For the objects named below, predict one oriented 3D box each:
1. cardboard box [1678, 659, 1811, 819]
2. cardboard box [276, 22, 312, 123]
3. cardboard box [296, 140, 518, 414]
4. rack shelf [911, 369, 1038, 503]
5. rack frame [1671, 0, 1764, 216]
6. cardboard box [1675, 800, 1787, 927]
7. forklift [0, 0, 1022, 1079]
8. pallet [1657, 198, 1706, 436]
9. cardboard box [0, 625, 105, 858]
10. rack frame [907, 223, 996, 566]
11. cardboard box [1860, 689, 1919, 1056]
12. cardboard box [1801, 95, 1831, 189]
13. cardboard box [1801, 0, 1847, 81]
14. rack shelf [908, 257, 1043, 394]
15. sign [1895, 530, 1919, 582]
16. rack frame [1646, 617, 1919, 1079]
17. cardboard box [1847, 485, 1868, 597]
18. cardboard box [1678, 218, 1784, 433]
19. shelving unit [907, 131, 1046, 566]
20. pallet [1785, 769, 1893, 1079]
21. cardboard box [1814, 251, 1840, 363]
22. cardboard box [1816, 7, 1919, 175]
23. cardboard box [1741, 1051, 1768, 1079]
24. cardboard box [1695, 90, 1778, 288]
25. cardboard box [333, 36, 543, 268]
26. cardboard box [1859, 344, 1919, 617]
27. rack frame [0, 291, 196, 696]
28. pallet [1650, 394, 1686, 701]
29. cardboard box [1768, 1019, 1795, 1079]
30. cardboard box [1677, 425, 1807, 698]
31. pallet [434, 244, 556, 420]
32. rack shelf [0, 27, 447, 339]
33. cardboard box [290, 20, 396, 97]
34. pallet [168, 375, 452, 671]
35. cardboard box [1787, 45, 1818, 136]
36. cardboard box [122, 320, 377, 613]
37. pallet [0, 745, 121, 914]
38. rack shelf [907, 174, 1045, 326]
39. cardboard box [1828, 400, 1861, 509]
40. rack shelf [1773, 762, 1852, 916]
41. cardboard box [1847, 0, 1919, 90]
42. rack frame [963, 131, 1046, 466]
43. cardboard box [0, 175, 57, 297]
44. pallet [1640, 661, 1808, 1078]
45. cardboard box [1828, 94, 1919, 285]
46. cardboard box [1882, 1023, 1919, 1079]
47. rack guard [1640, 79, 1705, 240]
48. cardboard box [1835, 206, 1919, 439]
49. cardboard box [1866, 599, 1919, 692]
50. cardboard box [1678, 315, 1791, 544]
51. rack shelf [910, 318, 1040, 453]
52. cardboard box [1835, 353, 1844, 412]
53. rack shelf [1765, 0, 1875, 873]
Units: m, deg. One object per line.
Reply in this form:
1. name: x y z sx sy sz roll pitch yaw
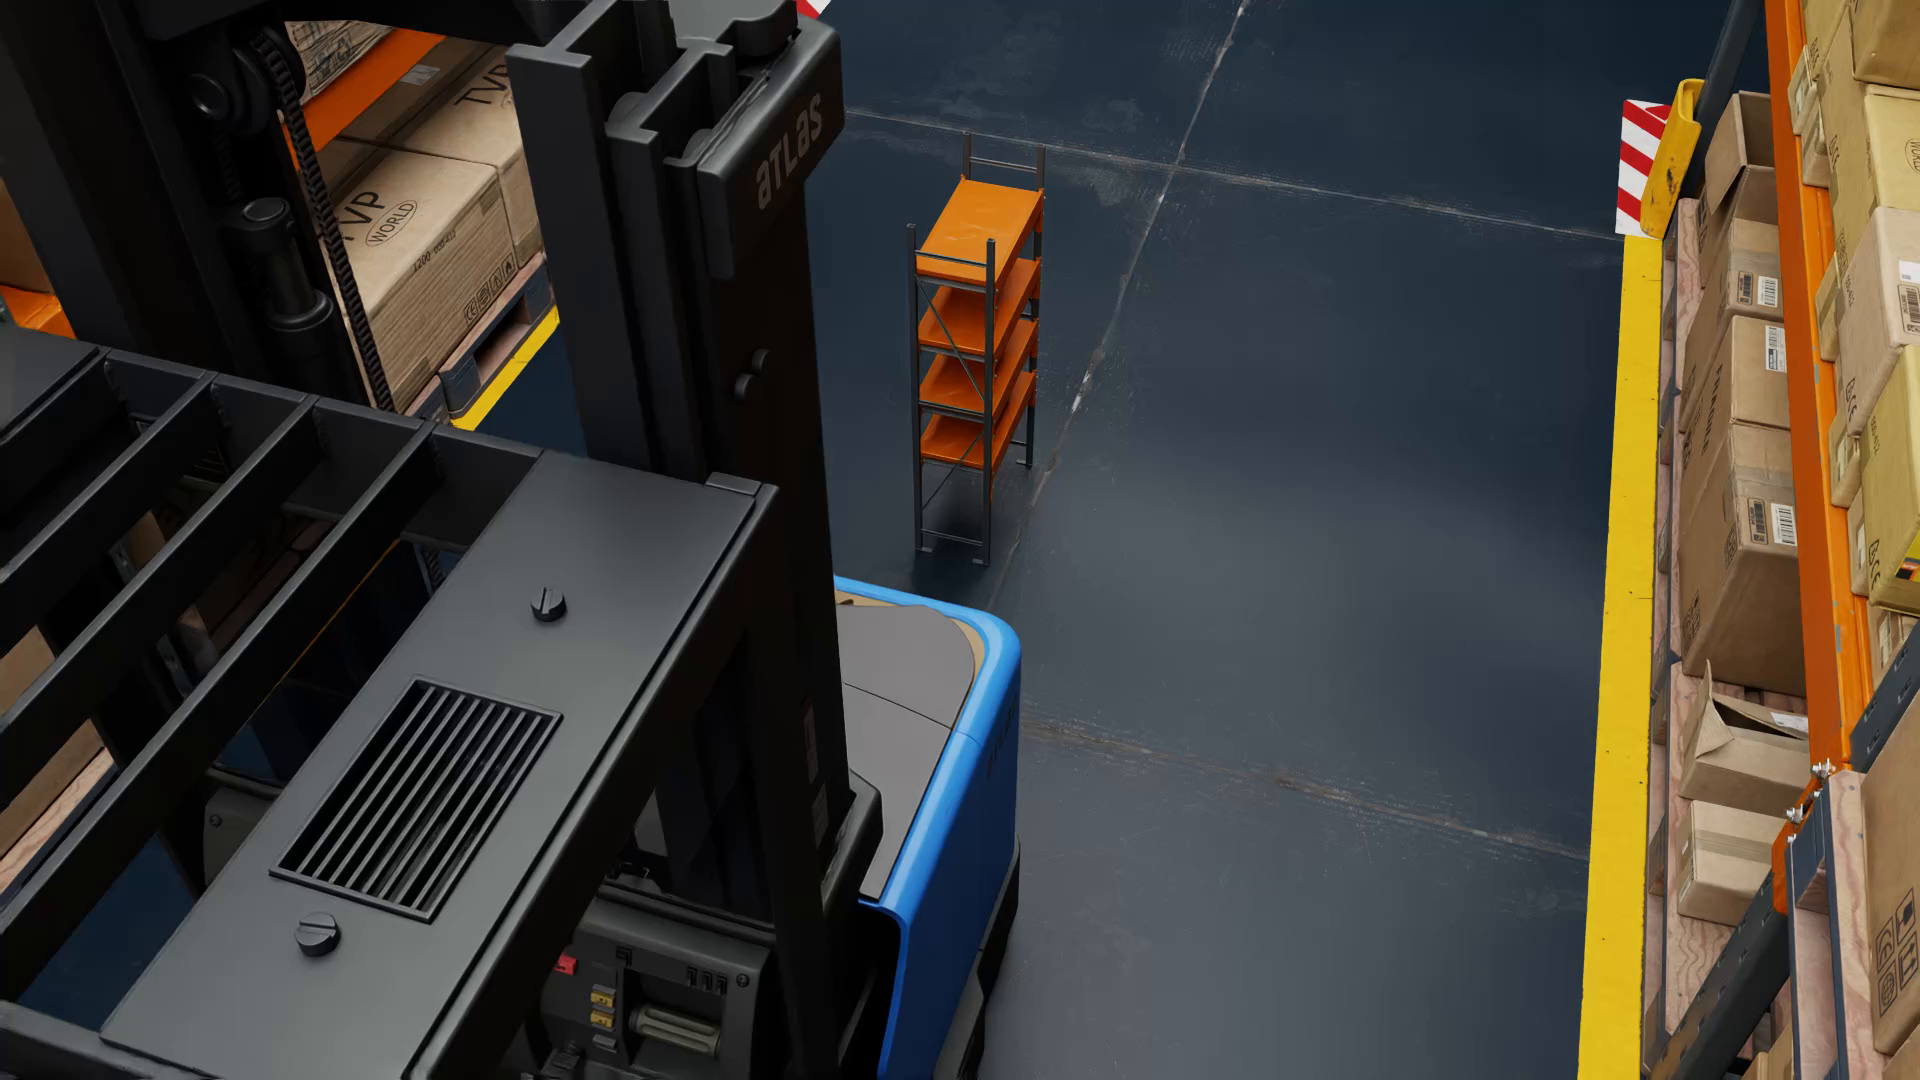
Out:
1. cardboard box: 2.058 0.527 4.221 0.396 0.266 0.258 14 46 14
2. cardboard box: -2.123 -1.305 4.367 0.500 0.500 0.500 13 46 13
3. cardboard box: -2.108 -0.904 5.561 0.875 0.438 0.875 11 45 11
4. rack shelf: 0.050 -0.349 5.129 0.258 0.148 0.480 13 46 13
5. rack frame: 3.273 -2.295 5.450 1.000 3.000 0.127 13 46 13
6. cardboard box: 1.950 0.807 4.019 0.380 0.149 0.250 11 45 11
7. forklift: -0.799 0.762 2.376 1.130 2.935 3.031 13 46 13
8. pallet: 3.009 -0.716 5.831 1.003 0.211 1.213 13 46 13
9. cardboard box: -2.782 0.362 3.954 0.875 0.875 0.875 14 46 14
10. rack frame: -0.024 -0.377 4.777 0.240 1.200 0.015 13 46 13
11. cardboard box: 1.702 0.461 2.263 0.700 0.500 0.500 14 46 14
12. cardboard box: 2.414 -1.016 4.323 0.380 0.149 0.250 14 46 13
13. cardboard box: 2.576 -1.427 4.459 0.500 0.250 0.500 12 46 12
14. rack shelf: 0.050 -0.651 4.834 0.258 0.148 0.480 13 46 13
15. sign: 1.542 -0.048 2.535 0.100 0.325 0.005 13 46 13
16. rack frame: 2.058 0.371 2.726 0.949 2.616 0.053 13 46 13
17. cardboard box: 1.975 0.017 3.267 0.380 0.149 0.250 14 46 14
18. cardboard box: 2.701 -0.602 5.208 0.700 0.500 0.500 14 46 14
19. shelving unit: 0.050 -0.539 4.943 0.258 1.200 0.503 13 46 13
20. pallet: 1.715 0.950 2.272 1.003 0.211 1.213 13 46 13
21. cardboard box: 2.187 -0.507 3.803 0.380 0.149 0.250 12 46 12
22. cardboard box: 2.441 -1.082 4.106 0.500 0.250 0.500 11 46 11
23. cardboard box: 1.700 1.390 3.172 0.500 0.500 0.500 14 46 14
24. cardboard box: 2.997 -1.165 5.780 0.797 0.503 0.637 11 45 11
25. cardboard box: -1.833 -1.505 6.175 0.875 0.438 0.875 14 46 14
26. cardboard box: 1.983 -0.072 3.074 0.500 0.250 0.500 14 46 14
27. rack frame: -2.671 -0.677 3.798 1.000 3.000 0.127 13 46 13
28. pallet: 2.638 0.095 5.002 1.003 0.211 1.213 13 46 13
29. cardboard box: 1.699 1.066 3.039 0.380 0.149 0.250 15 46 14
30. cardboard box: 2.387 0.090 4.501 0.700 0.500 0.500 11 45 11
31. pallet: -1.998 -0.987 6.108 1.003 0.211 1.213 13 46 12
32. rack shelf: -2.065 -1.753 5.411 1.077 0.370 4.000 13 46 13
33. cardboard box: -1.966 -1.635 4.705 0.500 0.500 0.500 13 46 13
34. pallet: -2.366 -0.171 5.274 1.003 0.211 1.213 13 46 13
35. cardboard box: 2.474 -1.196 4.507 0.380 0.149 0.250 11 46 11
36. cardboard box: -2.378 -0.307 4.951 0.875 0.438 0.875 12 46 12
37. pallet: -2.832 0.850 4.231 1.003 0.211 1.213 13 46 13
38. rack shelf: 0.050 -0.820 4.668 0.258 0.148 0.480 13 46 13
39. cardboard box: 2.031 -0.161 3.450 0.380 0.149 0.250 14 46 14
40. rack shelf: 1.456 1.962 1.615 1.077 0.370 4.000 13 46 13
41. cardboard box: 2.424 -1.370 3.864 0.500 0.500 0.500 14 46 14
42. rack frame: 0.124 -0.702 5.109 0.240 1.200 0.015 13 46 13
43. cardboard box: -2.279 -0.970 4.026 0.500 0.500 0.500 14 46 14
44. pallet: 2.270 0.911 4.169 1.003 0.211 1.213 13 46 13
45. cardboard box: 2.284 -0.739 3.755 0.500 0.250 0.500 12 46 12
46. cardboard box: 1.545 0.806 1.910 0.700 0.500 0.500 13 46 13
47. rack guard: 3.250 -1.351 6.273 1.175 0.500 0.348 13 46 13
48. cardboard box: 2.121 -0.409 3.418 0.500 0.250 0.500 13 46 13
49. cardboard box: 1.917 0.195 3.085 0.380 0.149 0.250 13 46 13
50. cardboard box: 2.446 -0.271 4.869 0.500 0.500 0.500 13 46 13
51. rack shelf: 0.050 -0.491 4.990 0.258 0.148 0.480 13 46 13
52. cardboard box: 2.136 -0.330 3.623 0.380 0.149 0.250 14 46 14
53. rack shelf: 2.667 -0.705 4.340 1.077 0.370 4.000 13 46 13
